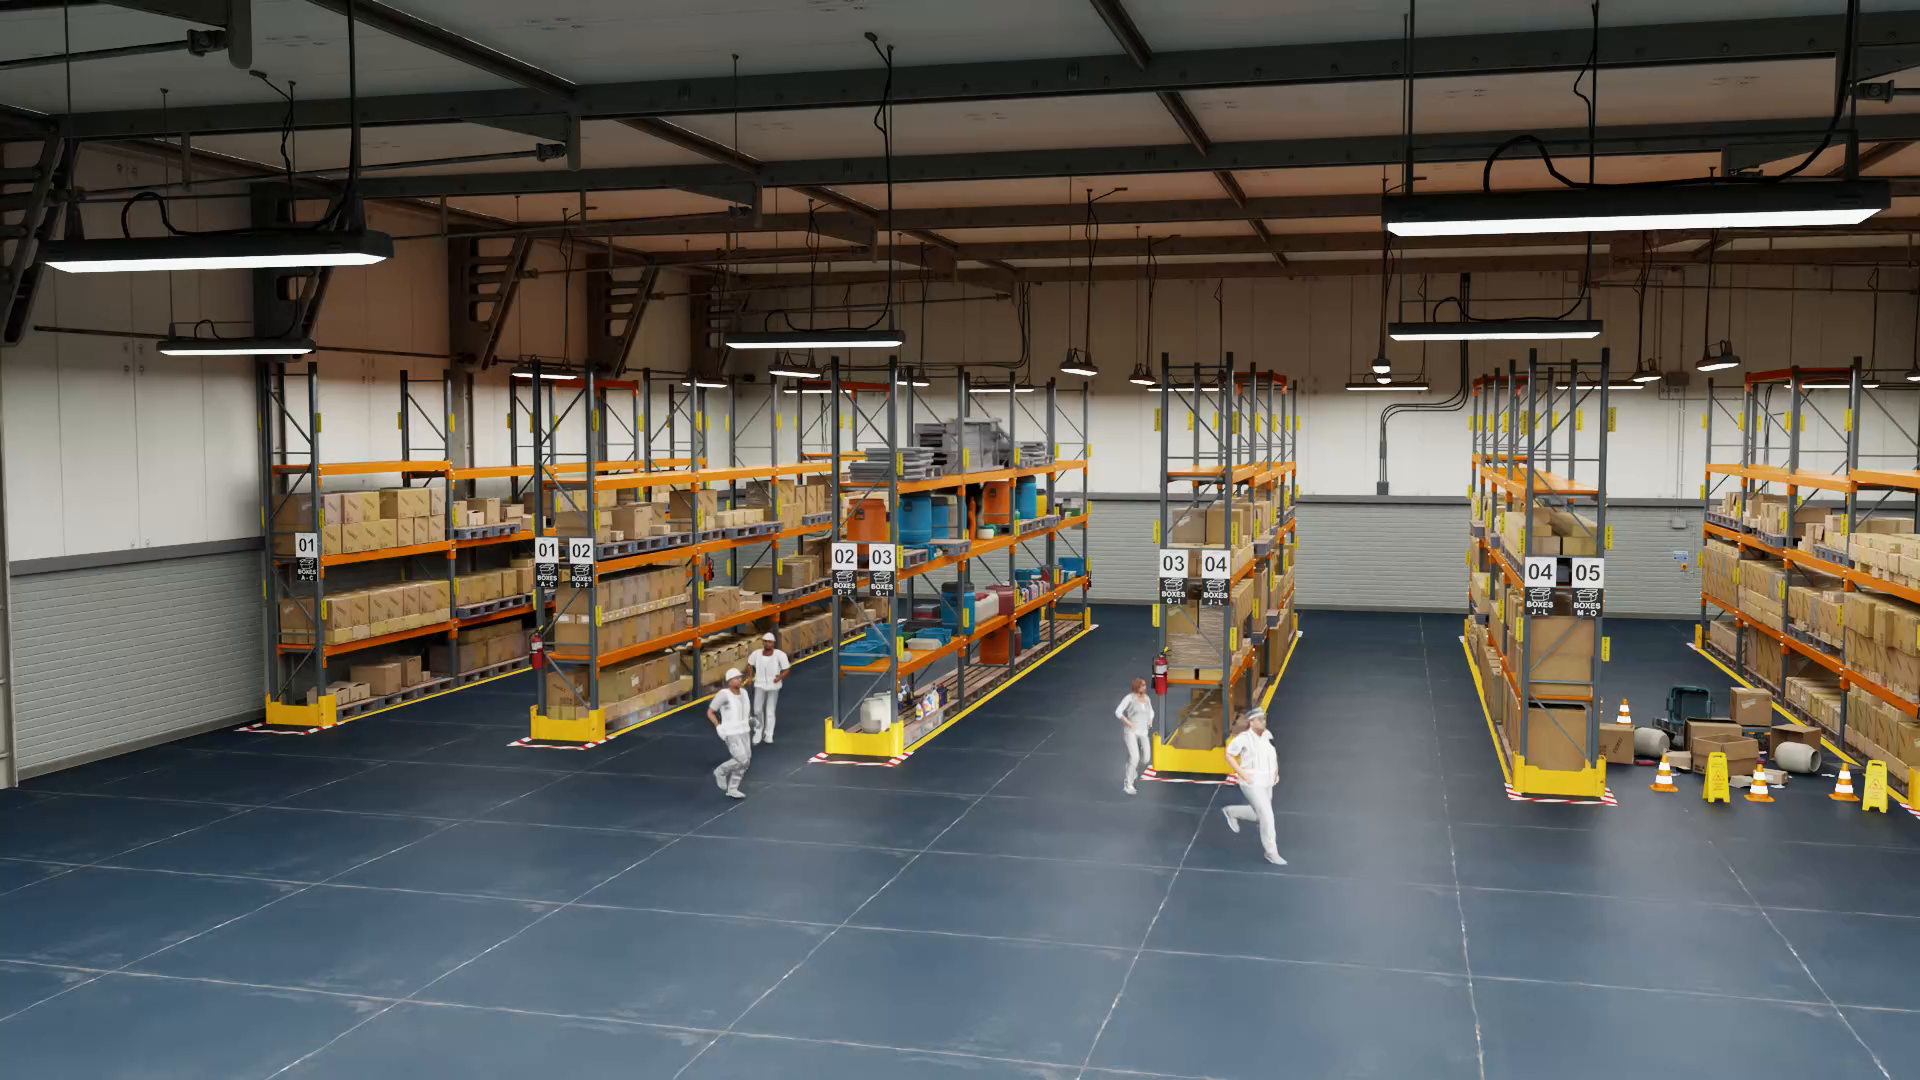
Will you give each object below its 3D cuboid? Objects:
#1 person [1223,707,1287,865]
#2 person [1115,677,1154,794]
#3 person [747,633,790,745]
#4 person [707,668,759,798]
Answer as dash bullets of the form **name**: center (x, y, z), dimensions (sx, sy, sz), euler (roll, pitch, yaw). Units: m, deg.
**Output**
- **person**: center (3.406, 2.805, 19.214), dimensions (0.629, 1.788, 0.999), euler (-4, 5, -42)
- **person**: center (2.403, 2.652, 22.763), dimensions (0.604, 1.554, 0.578), euler (-2, 5, -27)
- **person**: center (-2.997, 2.314, 25.898), dimensions (0.695, 1.754, 0.667), euler (0, 4, -1)
- **person**: center (-2.976, 2.575, 22.166), dimensions (0.592, 1.734, 0.683), euler (3, 5, 34)
